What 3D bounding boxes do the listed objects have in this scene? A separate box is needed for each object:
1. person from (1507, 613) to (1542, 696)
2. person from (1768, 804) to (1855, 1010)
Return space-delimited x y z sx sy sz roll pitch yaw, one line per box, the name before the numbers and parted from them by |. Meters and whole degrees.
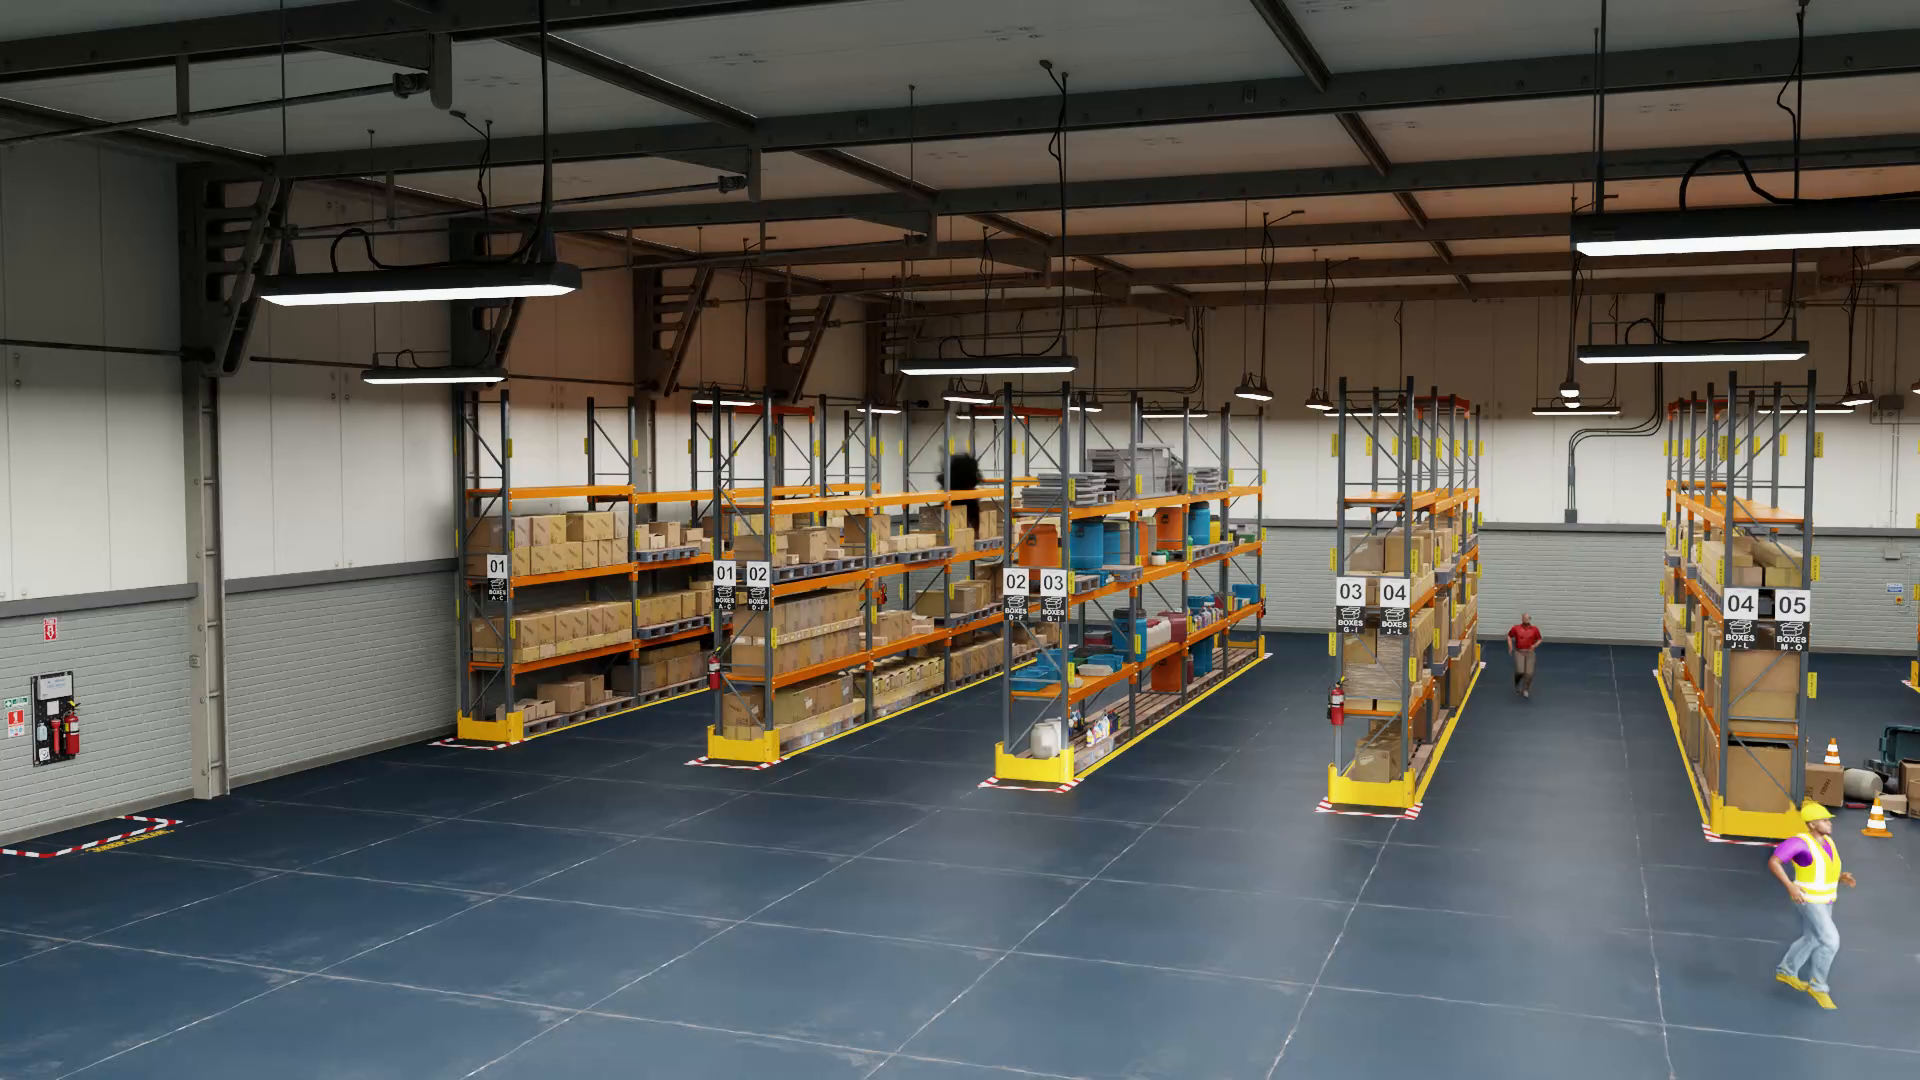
person | 11.370 2.315 33.458 0.656 1.682 0.590 1 3 12
person | 7.734 3.305 15.076 0.695 1.836 0.670 -2 4 -37
